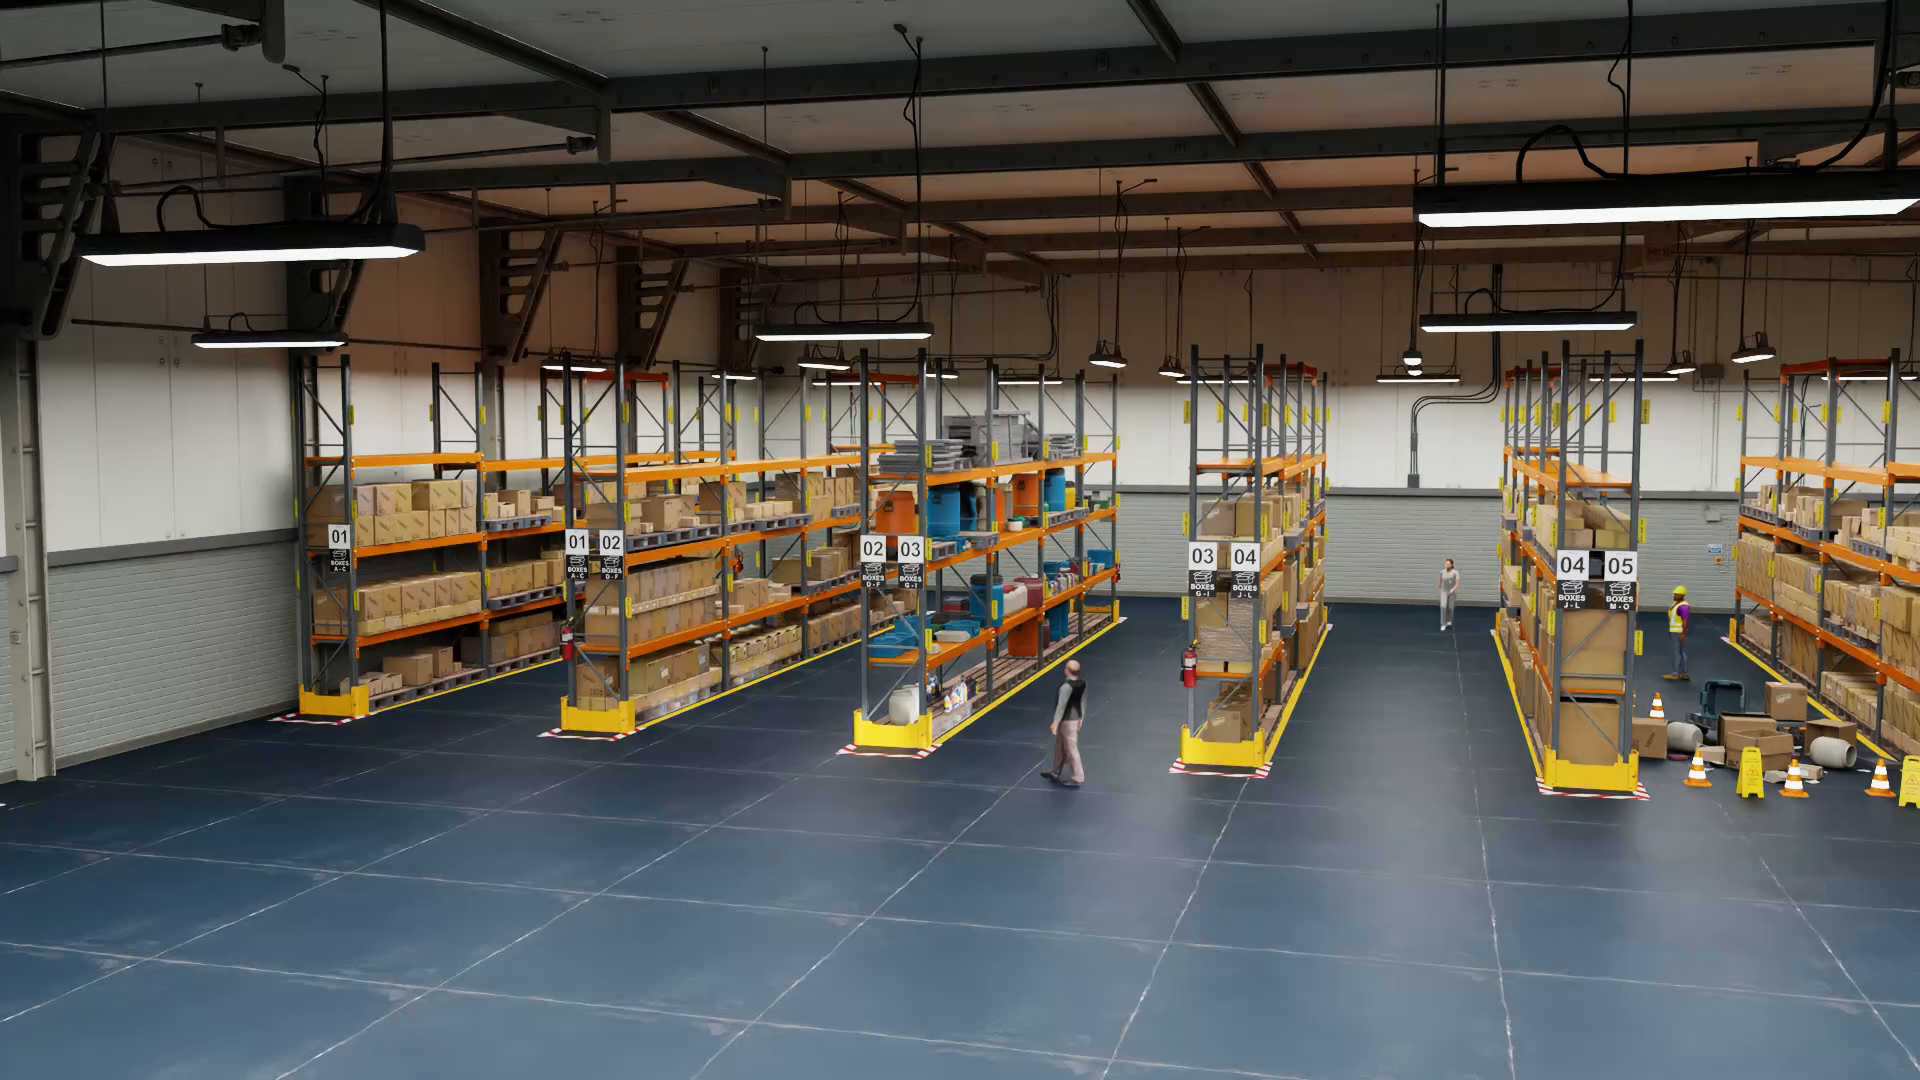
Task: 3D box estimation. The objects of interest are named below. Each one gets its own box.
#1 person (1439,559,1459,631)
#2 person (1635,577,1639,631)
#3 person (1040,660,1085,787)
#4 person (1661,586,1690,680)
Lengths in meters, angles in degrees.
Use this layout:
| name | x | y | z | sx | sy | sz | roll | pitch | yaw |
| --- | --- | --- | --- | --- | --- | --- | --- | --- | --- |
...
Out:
| name | x | y | z | sx | sy | sz | roll | pitch | yaw |
| --- | --- | --- | --- | --- | --- | --- | --- | --- | --- |
| person | 11.485 | 1.274 | 39.090 | 0.474 | 1.671 | 0.932 | 1 | 5 | 18 |
| person | 14.649 | 1.460 | 36.417 | 0.450 | 1.639 | 0.468 | 1 | 4 | 13 |
| person | 1.366 | 2.465 | 22.506 | 0.655 | 1.713 | 0.570 | 1 | 4 | 13 |
| person | 13.619 | 1.762 | 31.566 | 0.459 | 1.772 | 0.595 | 3 | 5 | 32 |
